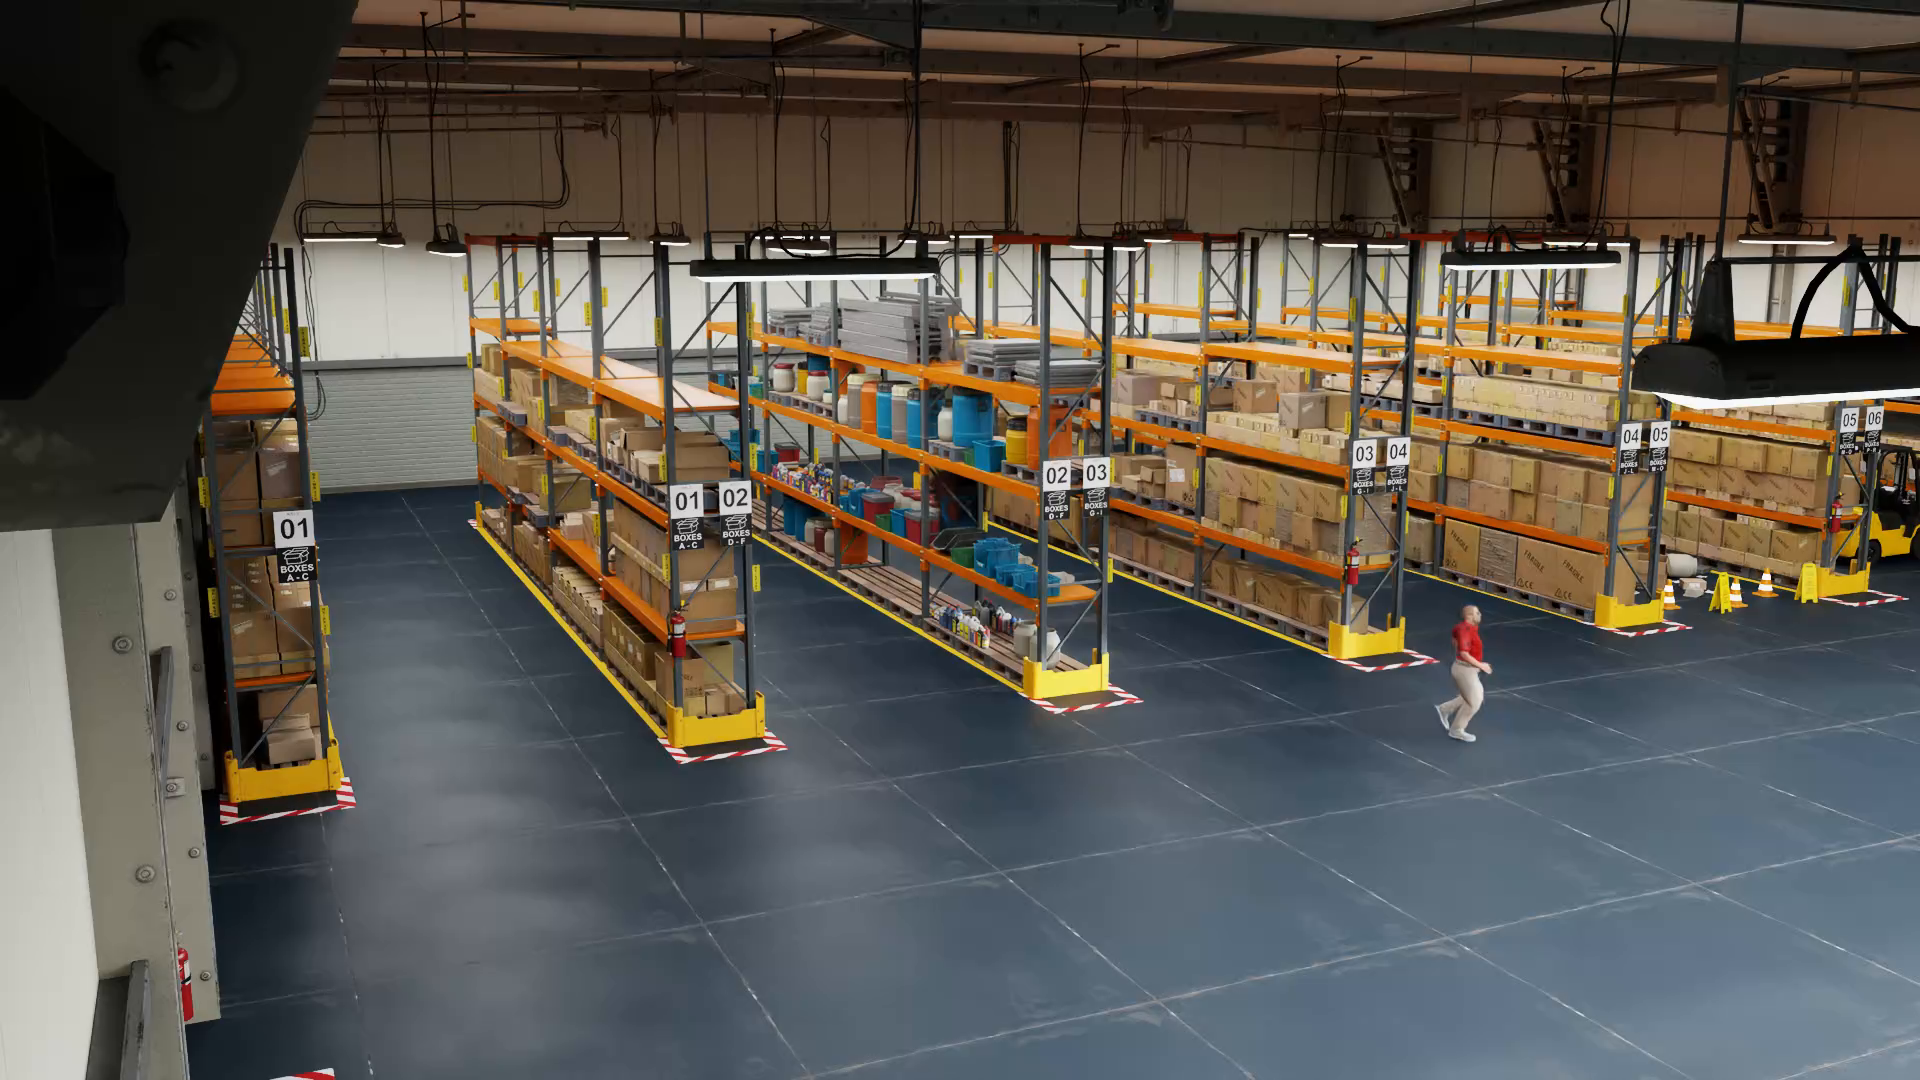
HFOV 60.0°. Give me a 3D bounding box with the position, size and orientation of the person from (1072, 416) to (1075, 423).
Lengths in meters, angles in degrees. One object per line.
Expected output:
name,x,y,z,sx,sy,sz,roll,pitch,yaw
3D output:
person,2.510,-2.135,39.698,0.754,1.692,0.575,-2,11,-8

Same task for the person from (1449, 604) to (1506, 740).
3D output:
person,6.357,1.606,20.394,0.615,1.692,0.692,2,11,12

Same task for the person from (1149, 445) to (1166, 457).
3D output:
person,5.028,-2.546,41.967,0.673,1.658,0.792,6,12,27
